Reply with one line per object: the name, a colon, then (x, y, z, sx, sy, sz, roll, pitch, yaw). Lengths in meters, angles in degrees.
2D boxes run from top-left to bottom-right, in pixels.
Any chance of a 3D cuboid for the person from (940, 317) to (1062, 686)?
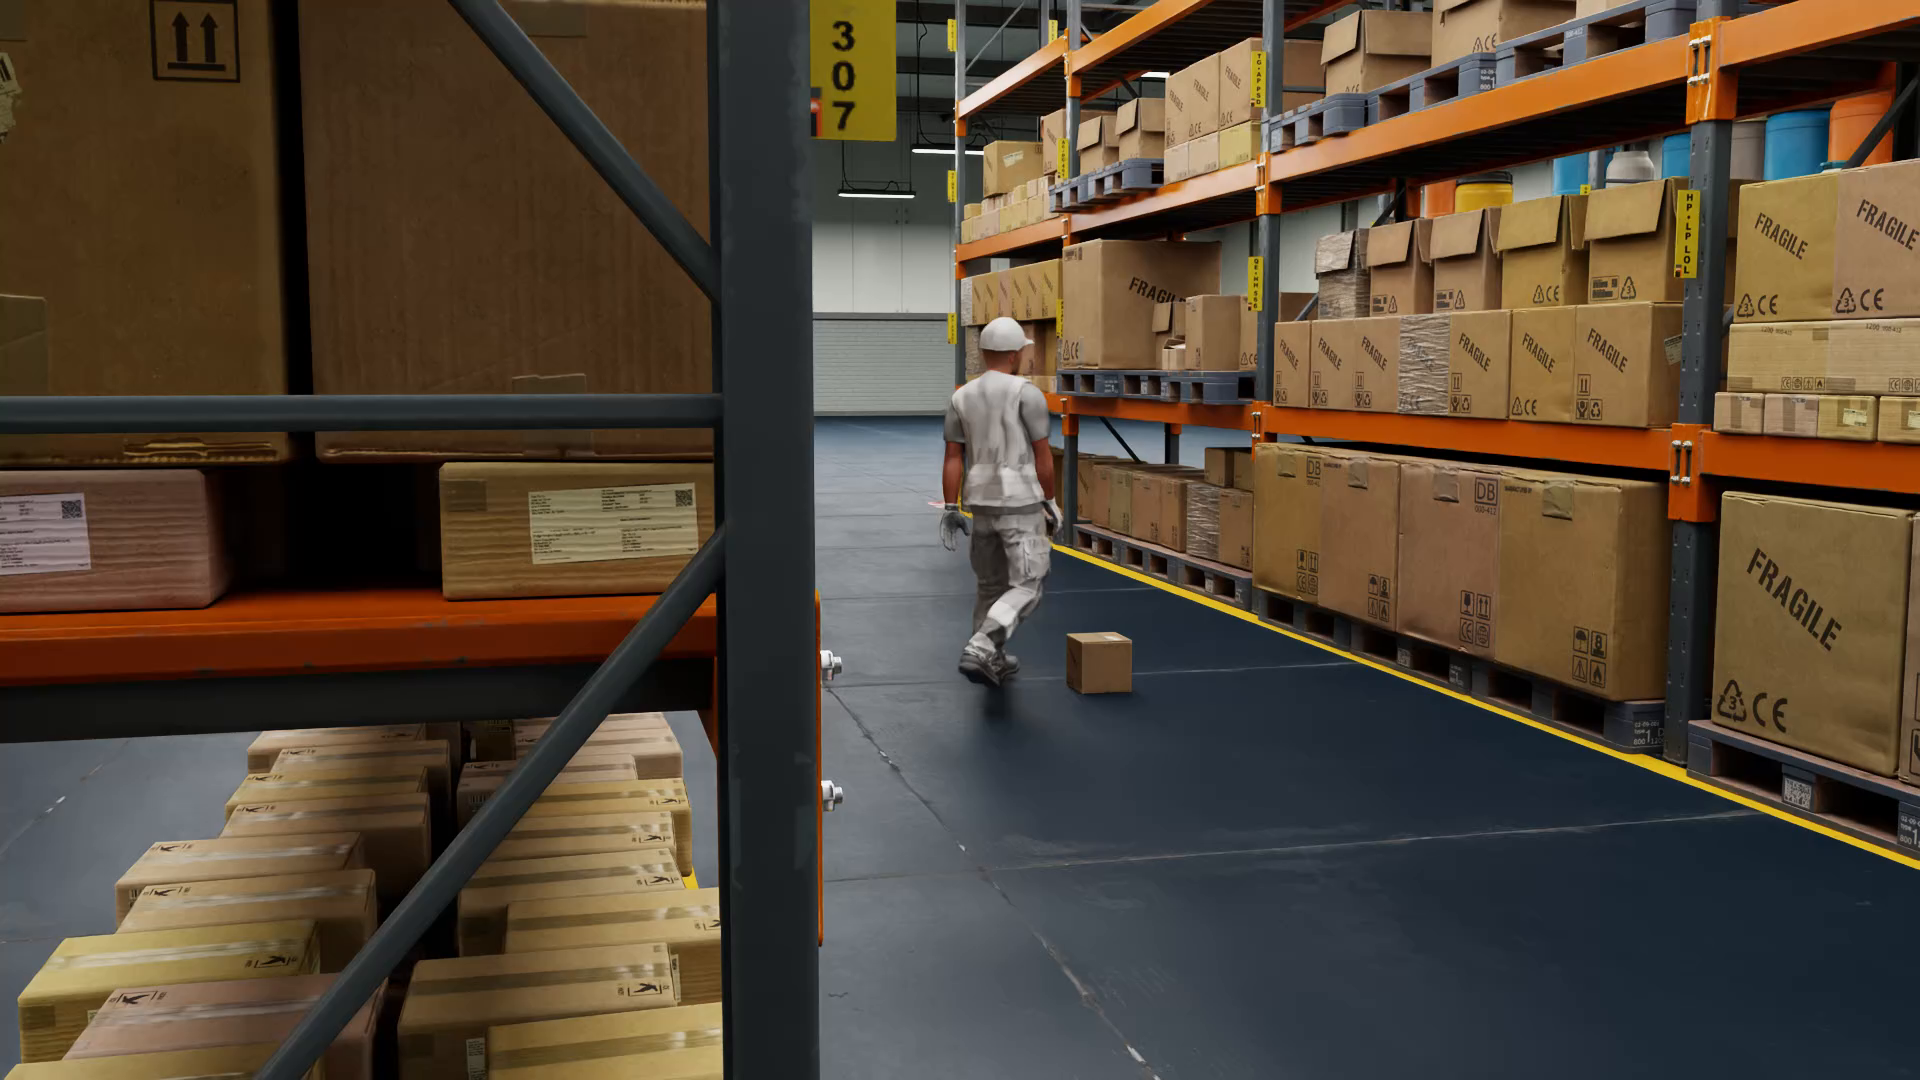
person: (0.167, -0.149, 7.748, 0.589, 1.764, 0.907, 5, 8, 41)
